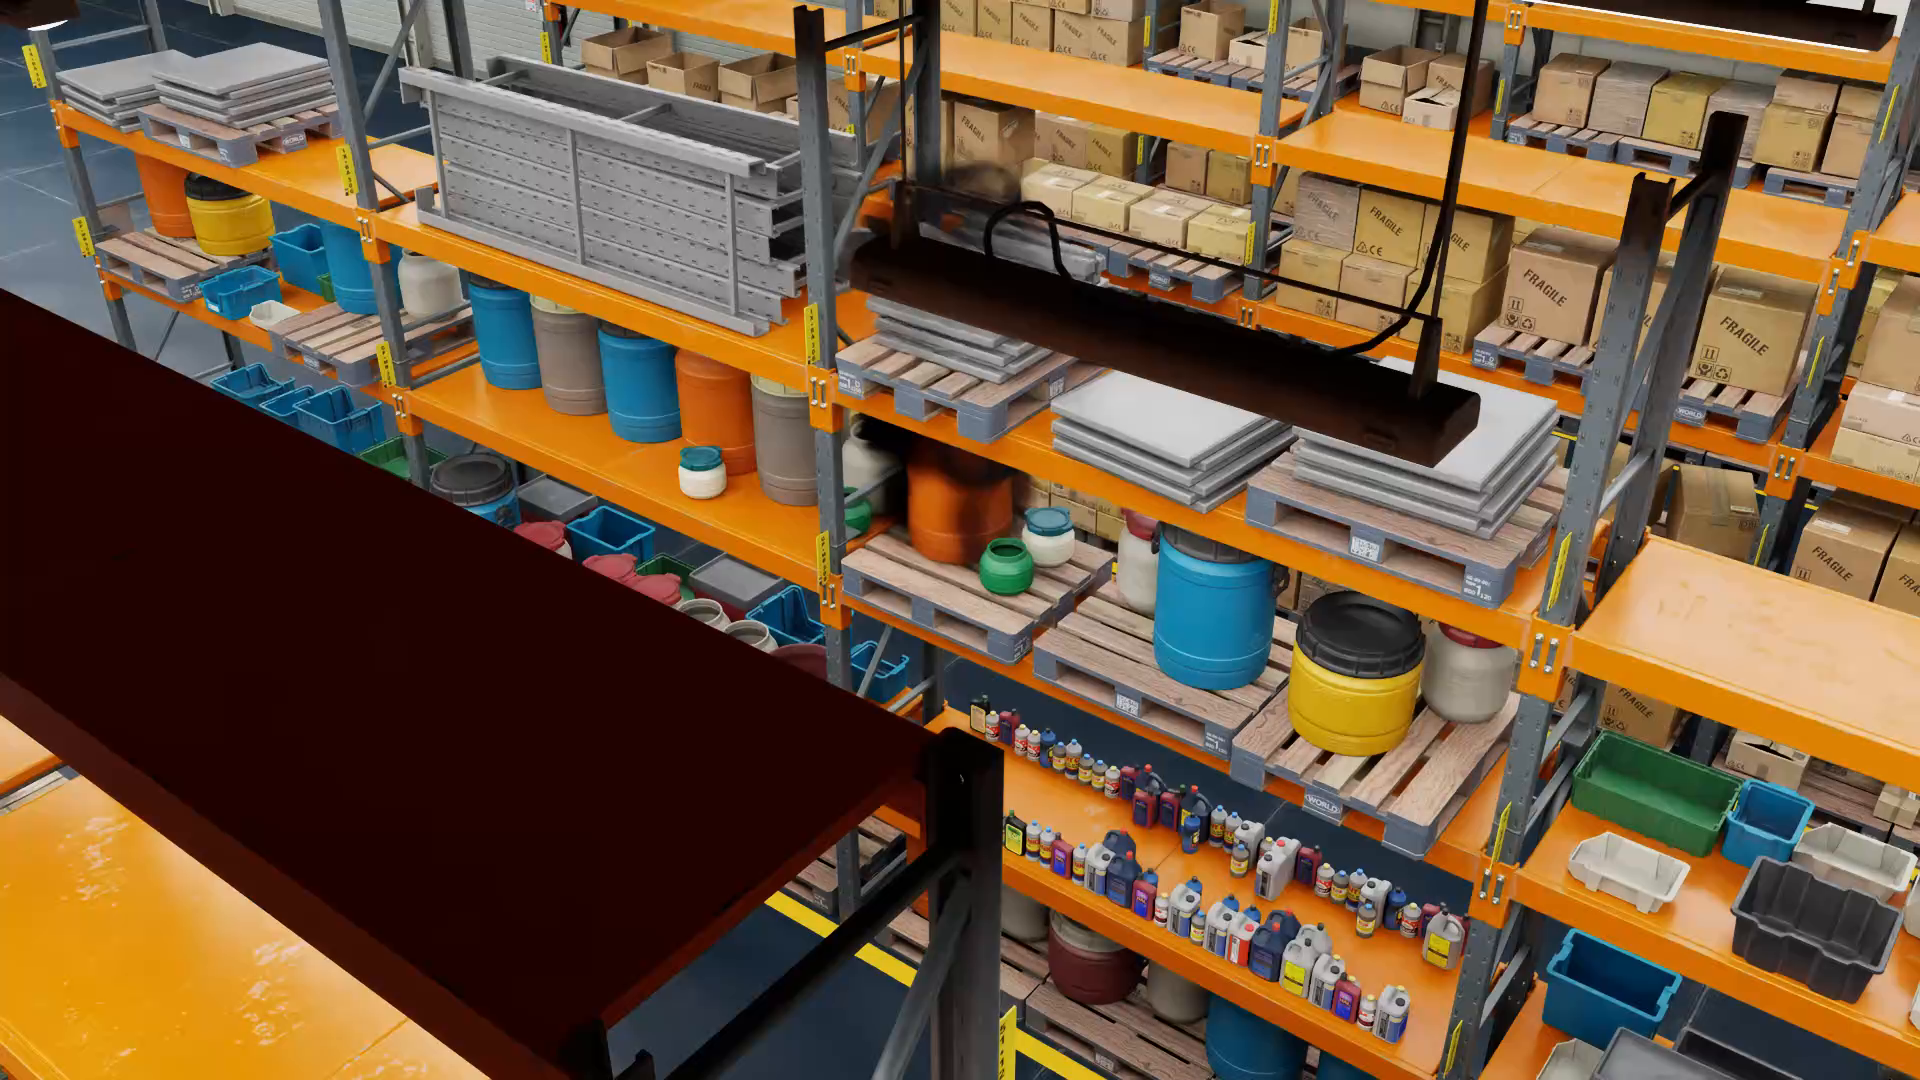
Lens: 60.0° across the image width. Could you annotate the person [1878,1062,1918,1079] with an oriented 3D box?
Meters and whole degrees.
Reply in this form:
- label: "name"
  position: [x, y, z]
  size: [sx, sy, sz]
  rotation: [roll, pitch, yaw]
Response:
- label: "person"
  position: [5.489, 2.679, 9.266]
  size: [0.710, 1.712, 0.669]
  rotation: [14, 34, 21]
